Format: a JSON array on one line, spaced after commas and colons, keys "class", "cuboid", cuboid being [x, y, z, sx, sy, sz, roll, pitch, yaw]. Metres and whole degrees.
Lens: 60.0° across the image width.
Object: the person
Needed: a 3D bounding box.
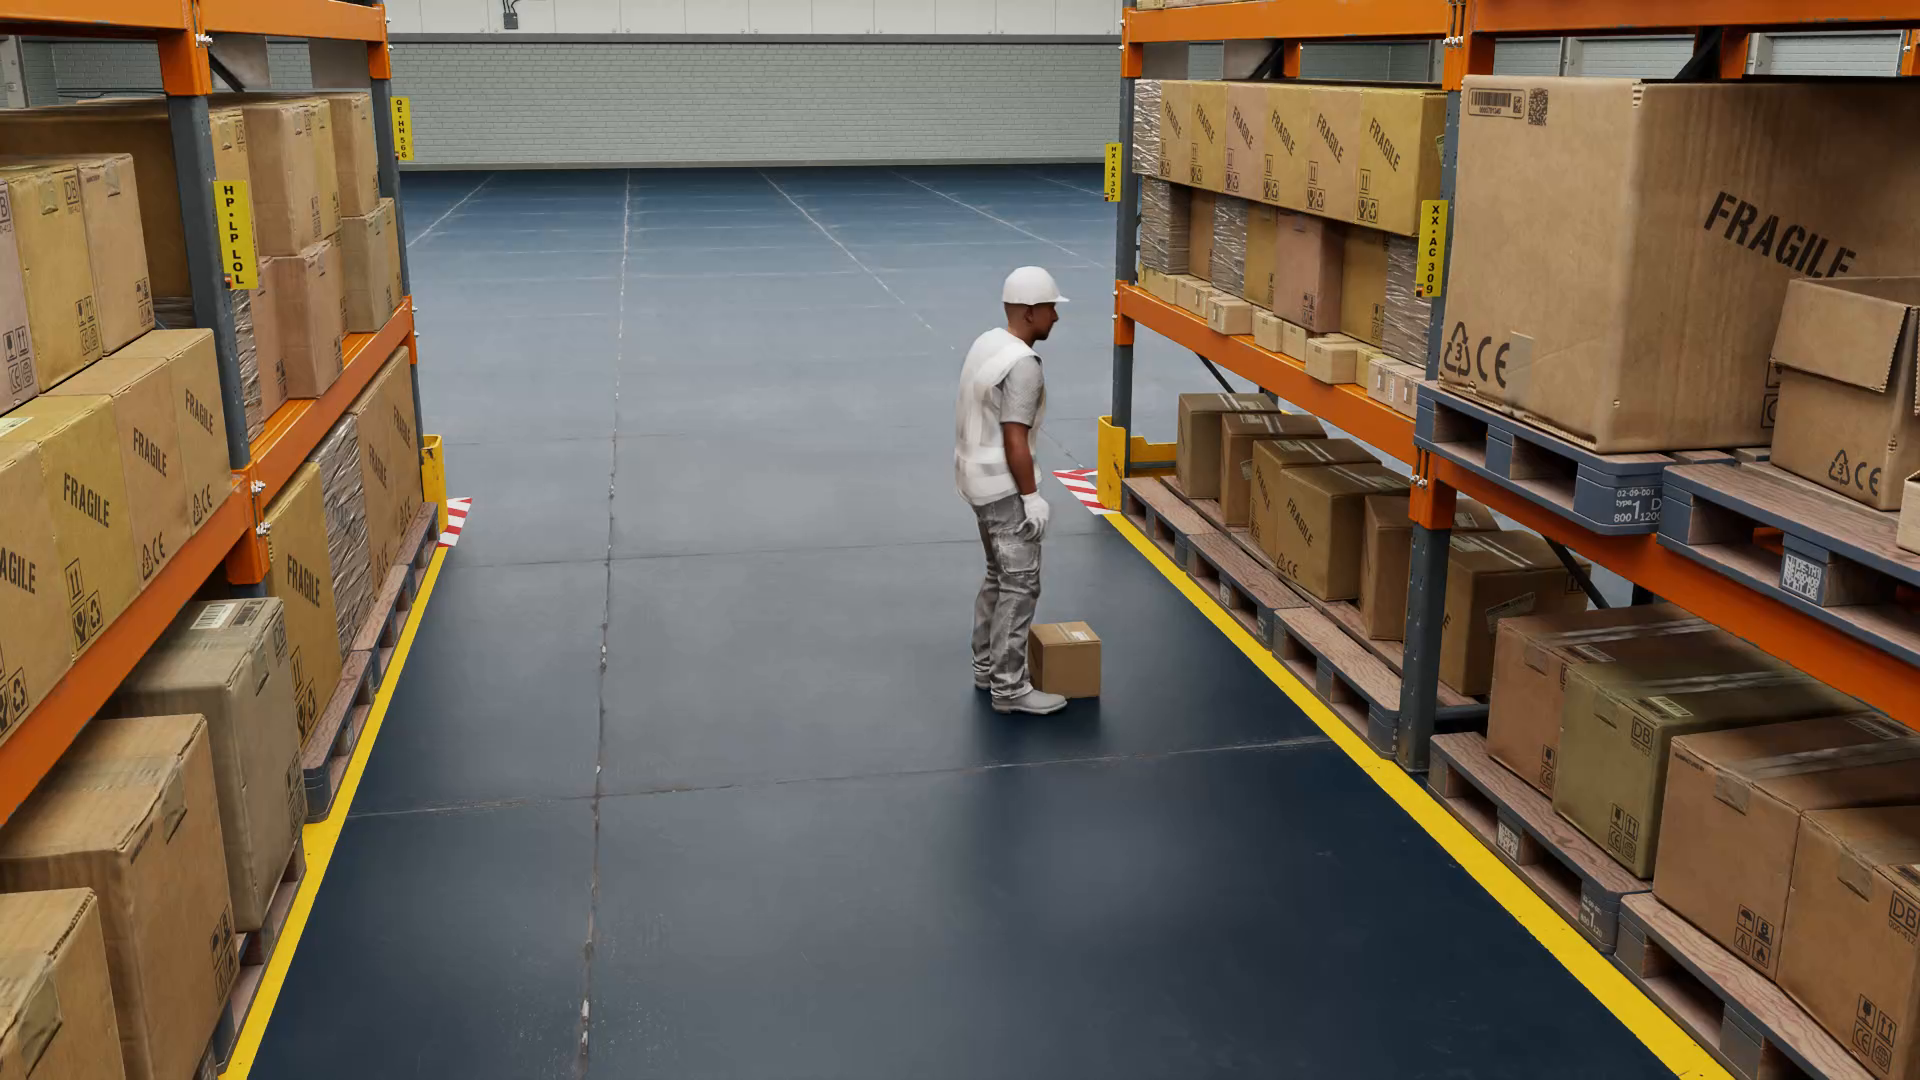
[{"class": "person", "cuboid": [0.217, -0.208, 6.730, 0.453, 1.774, 0.622, -3, 17, -11]}]
